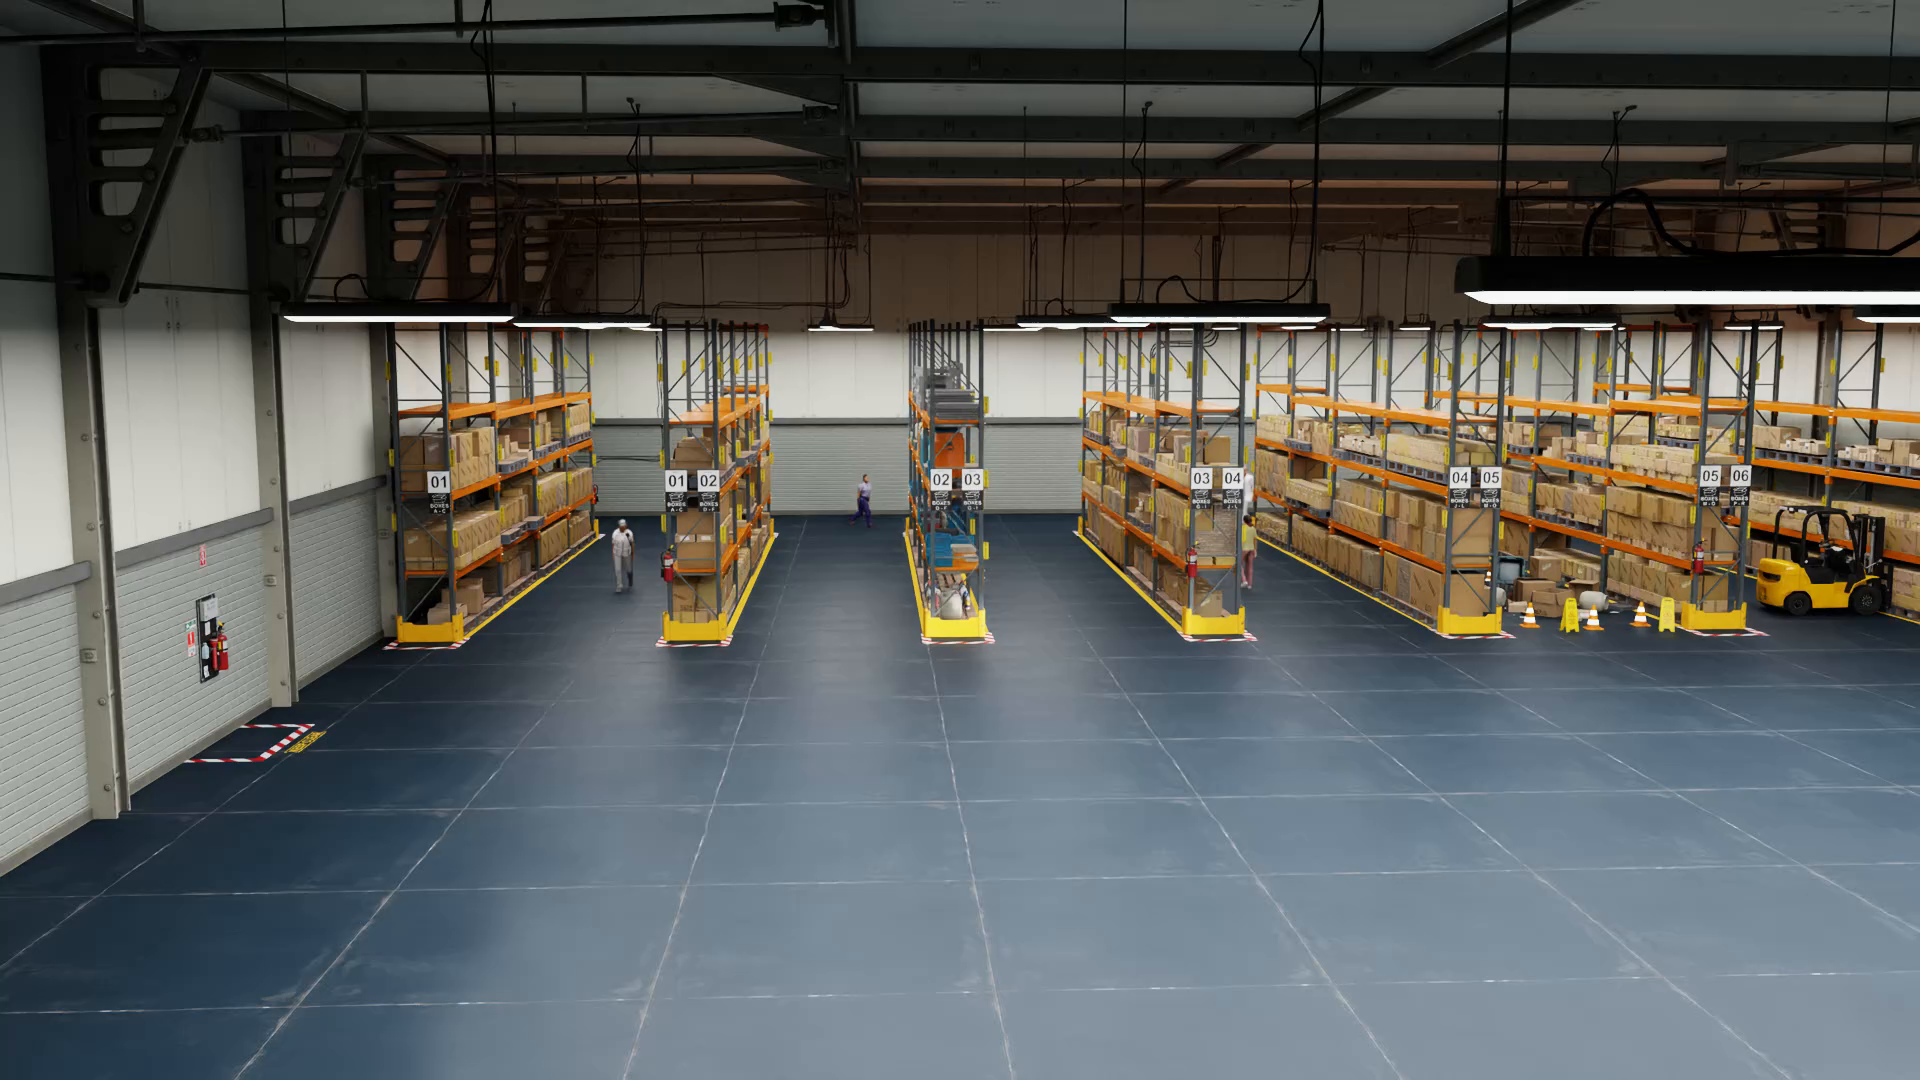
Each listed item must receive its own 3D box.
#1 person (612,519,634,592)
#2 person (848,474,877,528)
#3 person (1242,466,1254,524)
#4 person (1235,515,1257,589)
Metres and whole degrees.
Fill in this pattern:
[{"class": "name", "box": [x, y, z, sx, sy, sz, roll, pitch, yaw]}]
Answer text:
[{"class": "person", "box": [-7.530, 0.316, 37.198, 0.481, 1.617, 0.857, -1, 7, -6]}, {"class": "person", "box": [-2.900, -1.171, 49.398, 1.028, 1.591, 0.482, 3, 8, 21]}, {"class": "person", "box": [8.605, -1.375, 50.352, 0.611, 1.710, 1.200, 4, 8, 29]}, {"class": "person", "box": [6.468, 0.277, 37.501, 0.488, 1.691, 0.396, -4, 8, -27]}]
